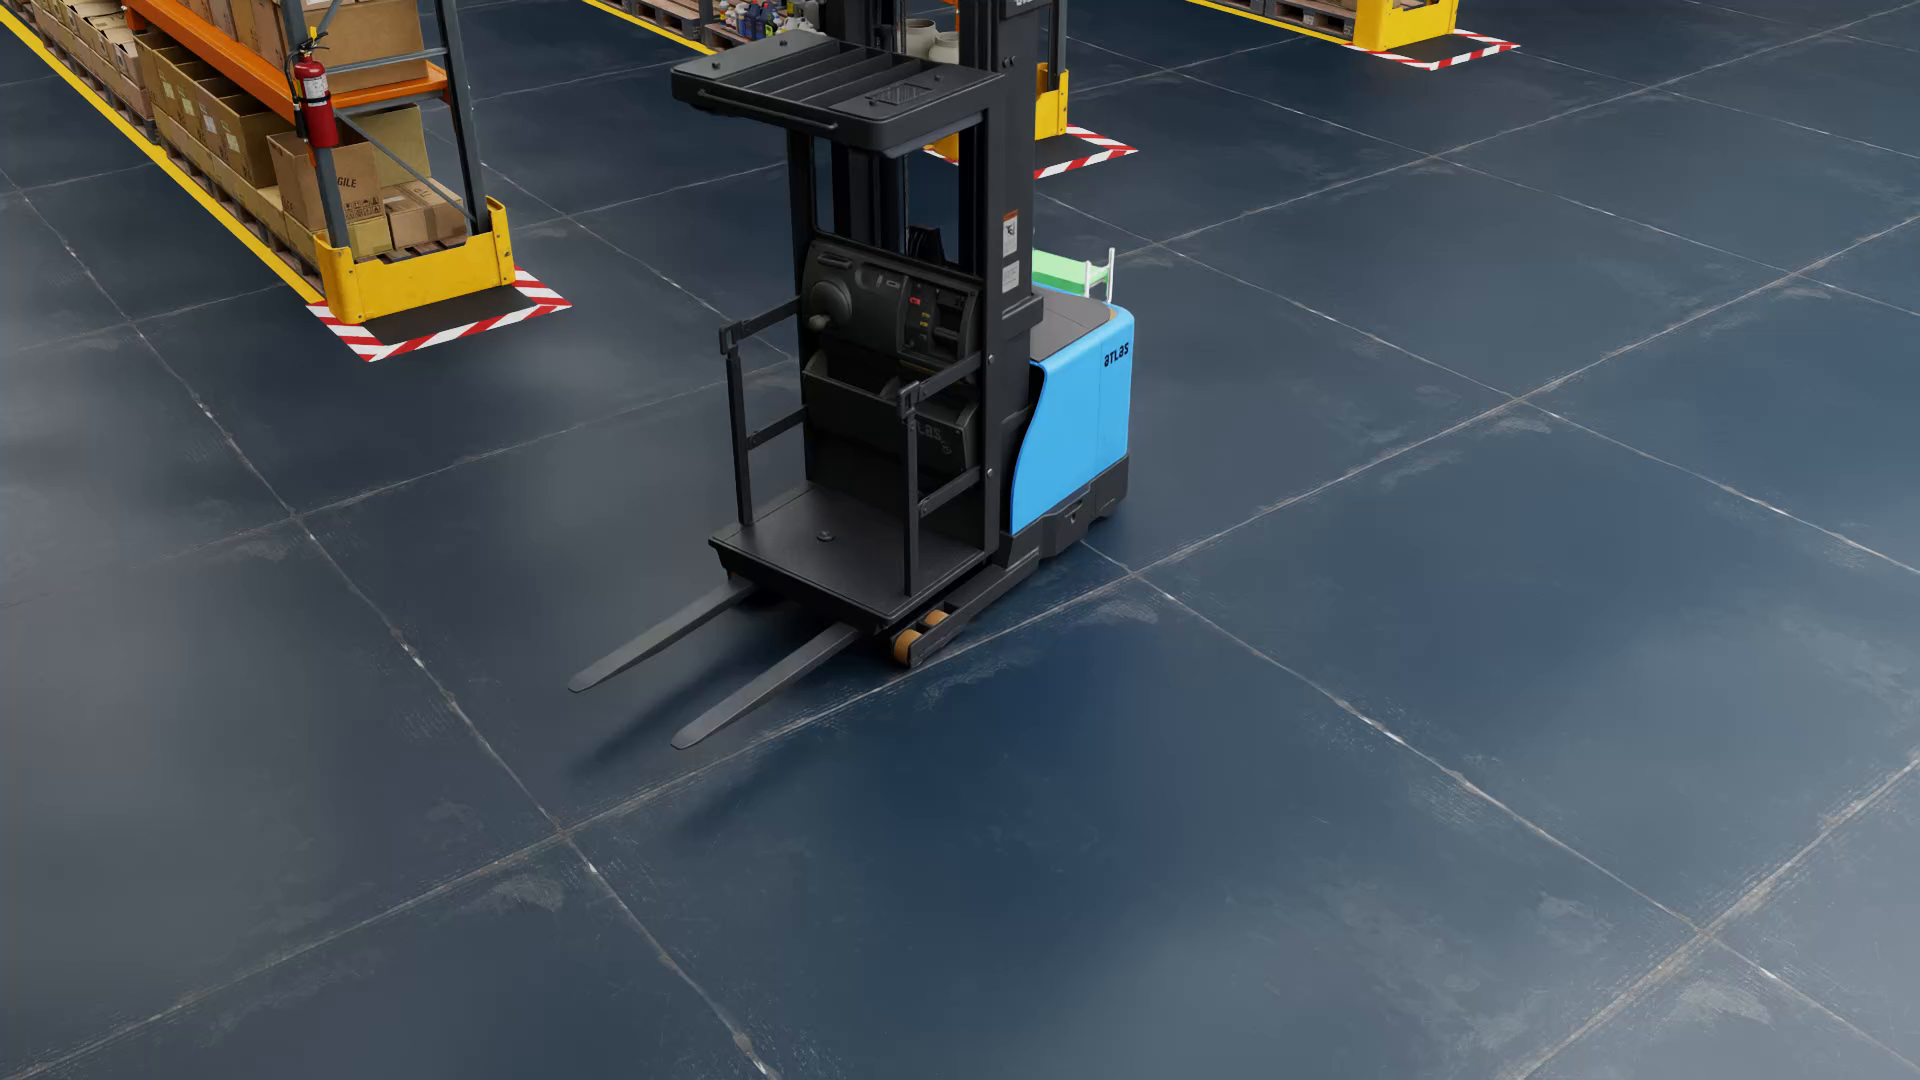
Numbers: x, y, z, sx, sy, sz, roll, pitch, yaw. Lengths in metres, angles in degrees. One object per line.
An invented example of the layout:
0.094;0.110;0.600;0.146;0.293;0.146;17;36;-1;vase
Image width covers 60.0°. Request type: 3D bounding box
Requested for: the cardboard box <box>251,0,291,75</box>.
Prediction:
-4.101;-3.340;10.691;0.700;0.500;0.500;-21;38;-30;cardboard box

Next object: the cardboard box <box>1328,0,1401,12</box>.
3.958;-5.468;16.181;0.500;0.500;0.500;-15;35;-23;cardboard box

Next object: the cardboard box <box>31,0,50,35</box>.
-8.316;-4.913;15.526;0.500;0.250;0.500;-22;38;-32;cardboard box

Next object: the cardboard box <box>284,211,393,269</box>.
-4.062;-2.020;10.868;0.500;0.250;0.500;-22;38;-31;cardboard box

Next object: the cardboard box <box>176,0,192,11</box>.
-5.347;-4.191;12.060;0.700;0.500;0.500;-23;38;-32;cardboard box

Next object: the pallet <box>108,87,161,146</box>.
-6.435;-3.659;13.941;1.003;0.211;1.213;-22;38;-31;pallet

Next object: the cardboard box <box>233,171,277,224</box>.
-4.686;-2.432;11.532;0.500;0.250;0.500;-22;38;-31;cardboard box

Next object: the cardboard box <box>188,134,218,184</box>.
-5.302;-2.848;12.200;0.500;0.250;0.500;-22;38;-31;cardboard box

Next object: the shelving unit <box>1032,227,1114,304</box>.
0.494;-0.976;8.679;0.503;1.200;0.258;22;37;31;shelving unit

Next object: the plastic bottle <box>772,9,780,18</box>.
-1.686;-4.686;15.121;0.097;0.271;0.097;0;32;0;plastic bottle

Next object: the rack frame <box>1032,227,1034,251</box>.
0.299;-1.053;8.804;0.015;1.200;0.240;22;37;31;rack frame

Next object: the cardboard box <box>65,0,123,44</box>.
-7.361;-4.508;14.341;0.500;0.311;0.500;-23;38;-32;cardboard box

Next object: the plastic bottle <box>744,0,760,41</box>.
-1.870;-4.741;15.134;0.144;0.351;0.185;-21;38;-30;plastic bottle

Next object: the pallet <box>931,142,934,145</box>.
-0.162;-3.655;13.935;1.003;0.211;1.213;-22;38;-31;pallet

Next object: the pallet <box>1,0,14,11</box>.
-9.577;-5.863;17.490;1.003;0.211;1.213;-22;38;-31;pallet

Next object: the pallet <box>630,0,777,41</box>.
-2.550;-5.280;16.551;1.003;0.211;1.213;-22;38;-31;pallet

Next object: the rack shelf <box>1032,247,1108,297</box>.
0.498;-1.332;8.464;0.480;0.148;0.258;22;37;31;rack shelf

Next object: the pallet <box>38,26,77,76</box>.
-7.931;-4.676;15.578;1.003;0.211;1.213;-22;38;-31;pallet

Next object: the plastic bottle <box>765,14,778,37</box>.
-1.686;-4.551;14.893;0.061;0.283;0.133;-20;37;-29;plastic bottle

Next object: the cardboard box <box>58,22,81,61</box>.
-7.684;-4.489;14.843;0.500;0.250;0.500;-23;39;-33;cardboard box

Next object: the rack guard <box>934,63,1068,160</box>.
0.332;-3.438;13.311;1.175;0.500;0.348;-22;38;-31;rack guard

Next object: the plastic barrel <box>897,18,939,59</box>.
-0.356;-4.063;13.909;0.421;0.512;0.421;0;32;0;plastic barrel

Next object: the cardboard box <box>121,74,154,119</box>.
-6.436;-3.638;13.473;0.500;0.250;0.500;-23;38;-32;cardboard box

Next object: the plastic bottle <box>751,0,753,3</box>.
-1.885;-4.817;15.321;0.061;0.283;0.133;-22;38;-31;plastic bottle

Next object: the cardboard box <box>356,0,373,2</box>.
-3.570;-3.433;10.225;0.380;0.149;0.250;-23;38;-32;cardboard box

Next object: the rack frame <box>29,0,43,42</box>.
-8.405;-6.216;15.415;1.000;3.000;0.127;-22;38;-31;rack frame

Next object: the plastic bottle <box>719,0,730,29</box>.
-2.188;-4.903;15.471;0.097;0.271;0.097;0;32;0;plastic bottle

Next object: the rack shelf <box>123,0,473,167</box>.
-4.726;-3.410;11.579;1.077;0.370;4.000;-22;38;-31;rack shelf

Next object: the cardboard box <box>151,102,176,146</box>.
-5.907;-3.268;12.877;0.500;0.250;0.500;-22;38;-31;cardboard box

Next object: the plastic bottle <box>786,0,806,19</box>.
-1.529;-4.990;15.535;0.144;0.351;0.185;-22;38;-31;plastic bottle

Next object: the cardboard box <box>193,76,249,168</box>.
-4.994;-2.959;11.668;0.500;0.500;0.500;-22;38;-31;cardboard box

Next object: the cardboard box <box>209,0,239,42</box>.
-4.727;-3.767;11.378;0.700;0.500;0.500;-21;38;-30;cardboard box

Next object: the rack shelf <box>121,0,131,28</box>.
-7.179;-5.077;14.263;1.077;0.370;4.000;-22;38;-31;rack shelf

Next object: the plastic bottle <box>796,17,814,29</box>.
-1.392;-4.512;14.836;0.152;0.276;0.135;-22;38;-31;plastic bottle

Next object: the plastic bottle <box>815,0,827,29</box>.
-1.297;-4.956;15.481;0.144;0.351;0.185;-24;39;-34;plastic bottle

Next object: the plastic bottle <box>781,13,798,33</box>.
-1.494;-4.485;14.722;0.144;0.351;0.185;-23;38;-32;plastic bottle

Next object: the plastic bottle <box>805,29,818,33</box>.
-1.275;-4.308;14.508;0.152;0.276;0.135;-23;39;-33;plastic bottle

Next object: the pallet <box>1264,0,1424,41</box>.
3.811;-5.283;16.555;1.003;0.211;1.213;-22;38;-31;pallet

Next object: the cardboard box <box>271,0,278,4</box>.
-4.046;-3.406;10.182;0.380;0.149;0.250;-21;38;-30;cardboard box

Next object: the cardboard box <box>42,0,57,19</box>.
-7.987;-4.935;15.029;0.500;0.311;0.500;-23;39;-33;cardboard box

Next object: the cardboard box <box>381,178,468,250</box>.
-3.653;-2.188;11.137;0.500;0.250;0.500;-22;38;-31;cardboard box

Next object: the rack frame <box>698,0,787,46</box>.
-2.037;-6.150;15.309;1.000;3.000;0.127;-22;38;-31;rack frame

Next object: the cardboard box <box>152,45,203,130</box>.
-5.602;-3.377;12.342;0.500;0.500;0.500;-22;38;-31;cardboard box

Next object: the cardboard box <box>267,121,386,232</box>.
-4.063;-2.338;10.669;0.500;0.500;0.500;-22;38;-31;cardboard box

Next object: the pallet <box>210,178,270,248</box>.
-4.745;-2.511;12.092;1.003;0.211;1.213;-22;38;-31;pallet

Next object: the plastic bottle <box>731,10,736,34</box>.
-2.063;-4.789;15.353;0.097;0.201;0.097;0;32;0;plastic bottle

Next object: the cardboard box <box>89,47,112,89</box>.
-7.058;-4.063;14.157;0.500;0.250;0.500;-21;38;-30;cardboard box

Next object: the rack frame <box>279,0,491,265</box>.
-3.499;-2.882;10.047;1.000;3.000;0.127;-22;38;-31;rack frame

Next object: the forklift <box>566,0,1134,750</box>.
-0.439;-0.976;7.044;1.130;2.935;3.031;22;38;31;forklift

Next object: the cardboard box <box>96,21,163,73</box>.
-6.751;-4.088;13.666;0.500;0.311;0.500;-21;38;-30;cardboard box
